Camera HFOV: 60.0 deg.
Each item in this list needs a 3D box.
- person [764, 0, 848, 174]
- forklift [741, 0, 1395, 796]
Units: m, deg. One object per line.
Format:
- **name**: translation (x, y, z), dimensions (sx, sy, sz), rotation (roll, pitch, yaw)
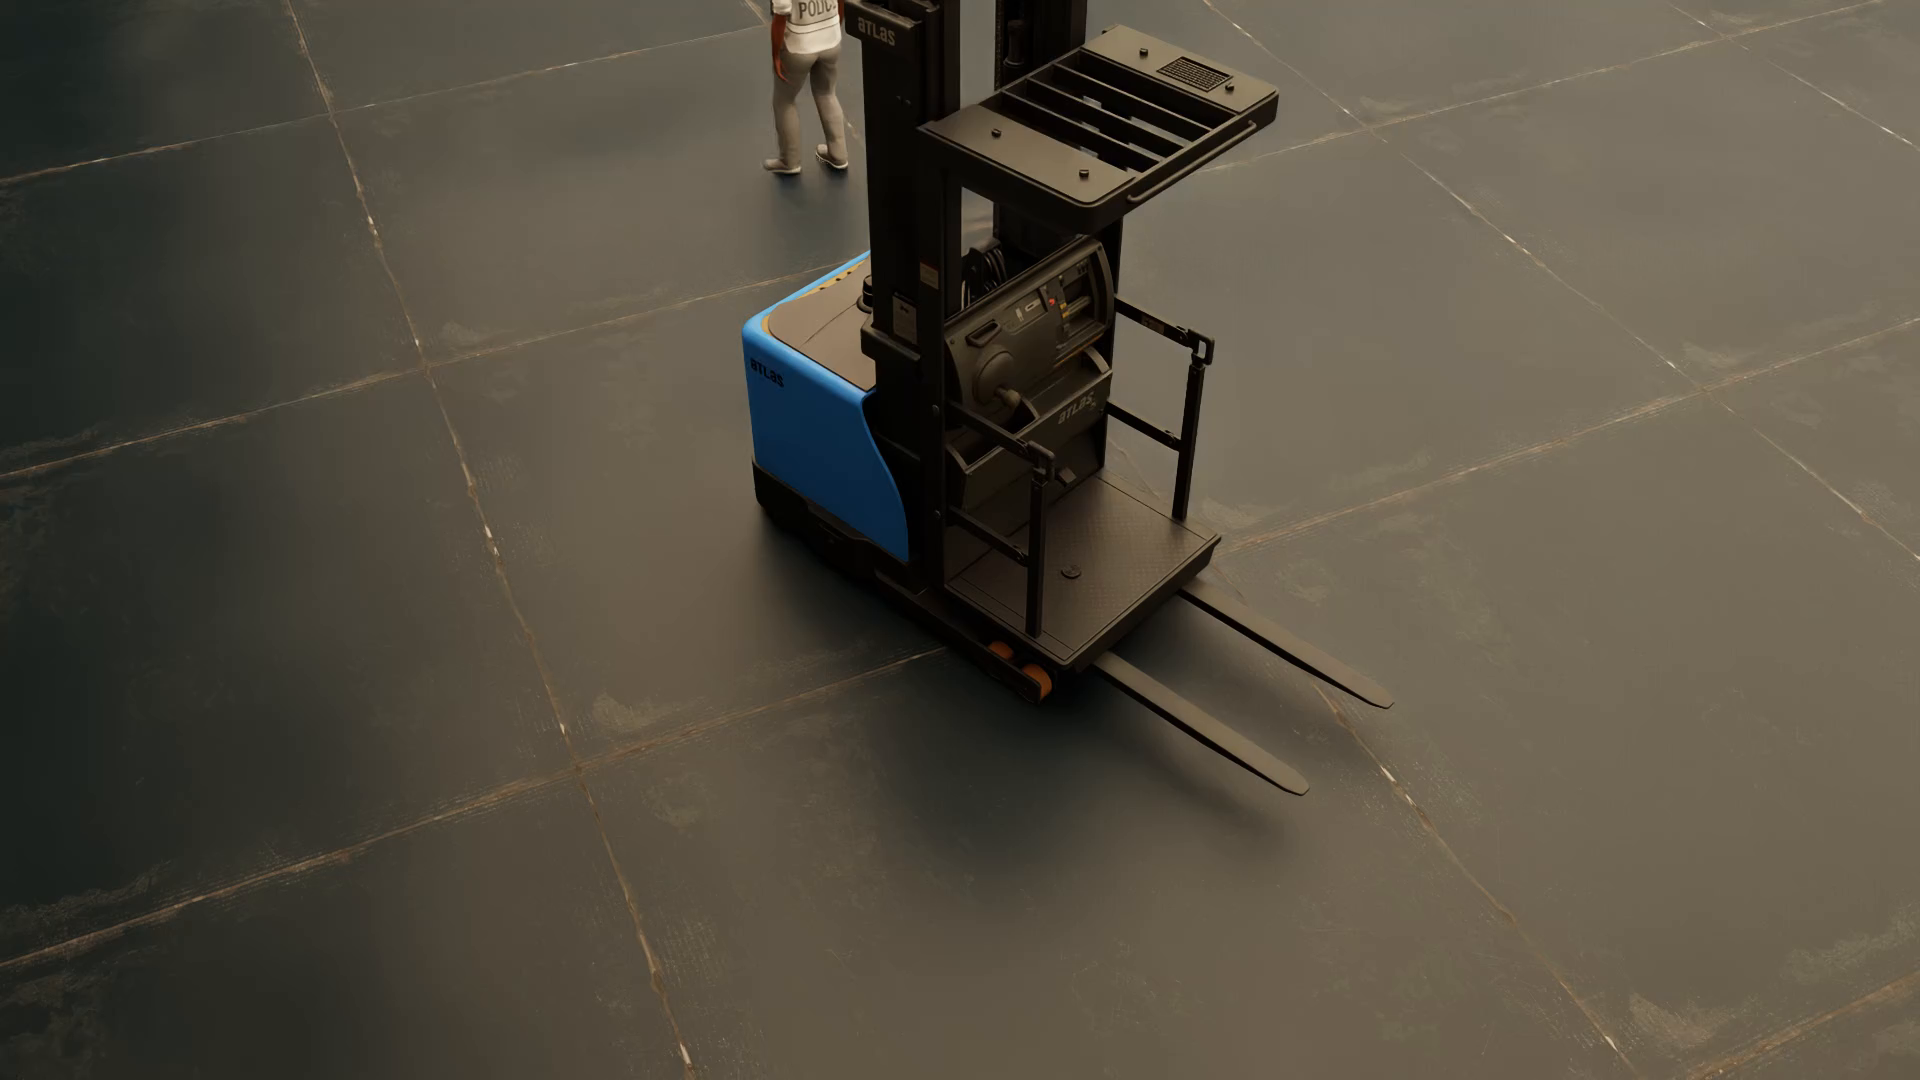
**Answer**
- **person**: translation (-0.921, -2.915, 9.747), dimensions (0.530, 1.716, 0.470), rotation (-26, 49, -25)
- **forklift**: translation (0.445, -0.788, 6.525), dimensions (3.031, 2.935, 1.130), rotation (32, 52, 30)
